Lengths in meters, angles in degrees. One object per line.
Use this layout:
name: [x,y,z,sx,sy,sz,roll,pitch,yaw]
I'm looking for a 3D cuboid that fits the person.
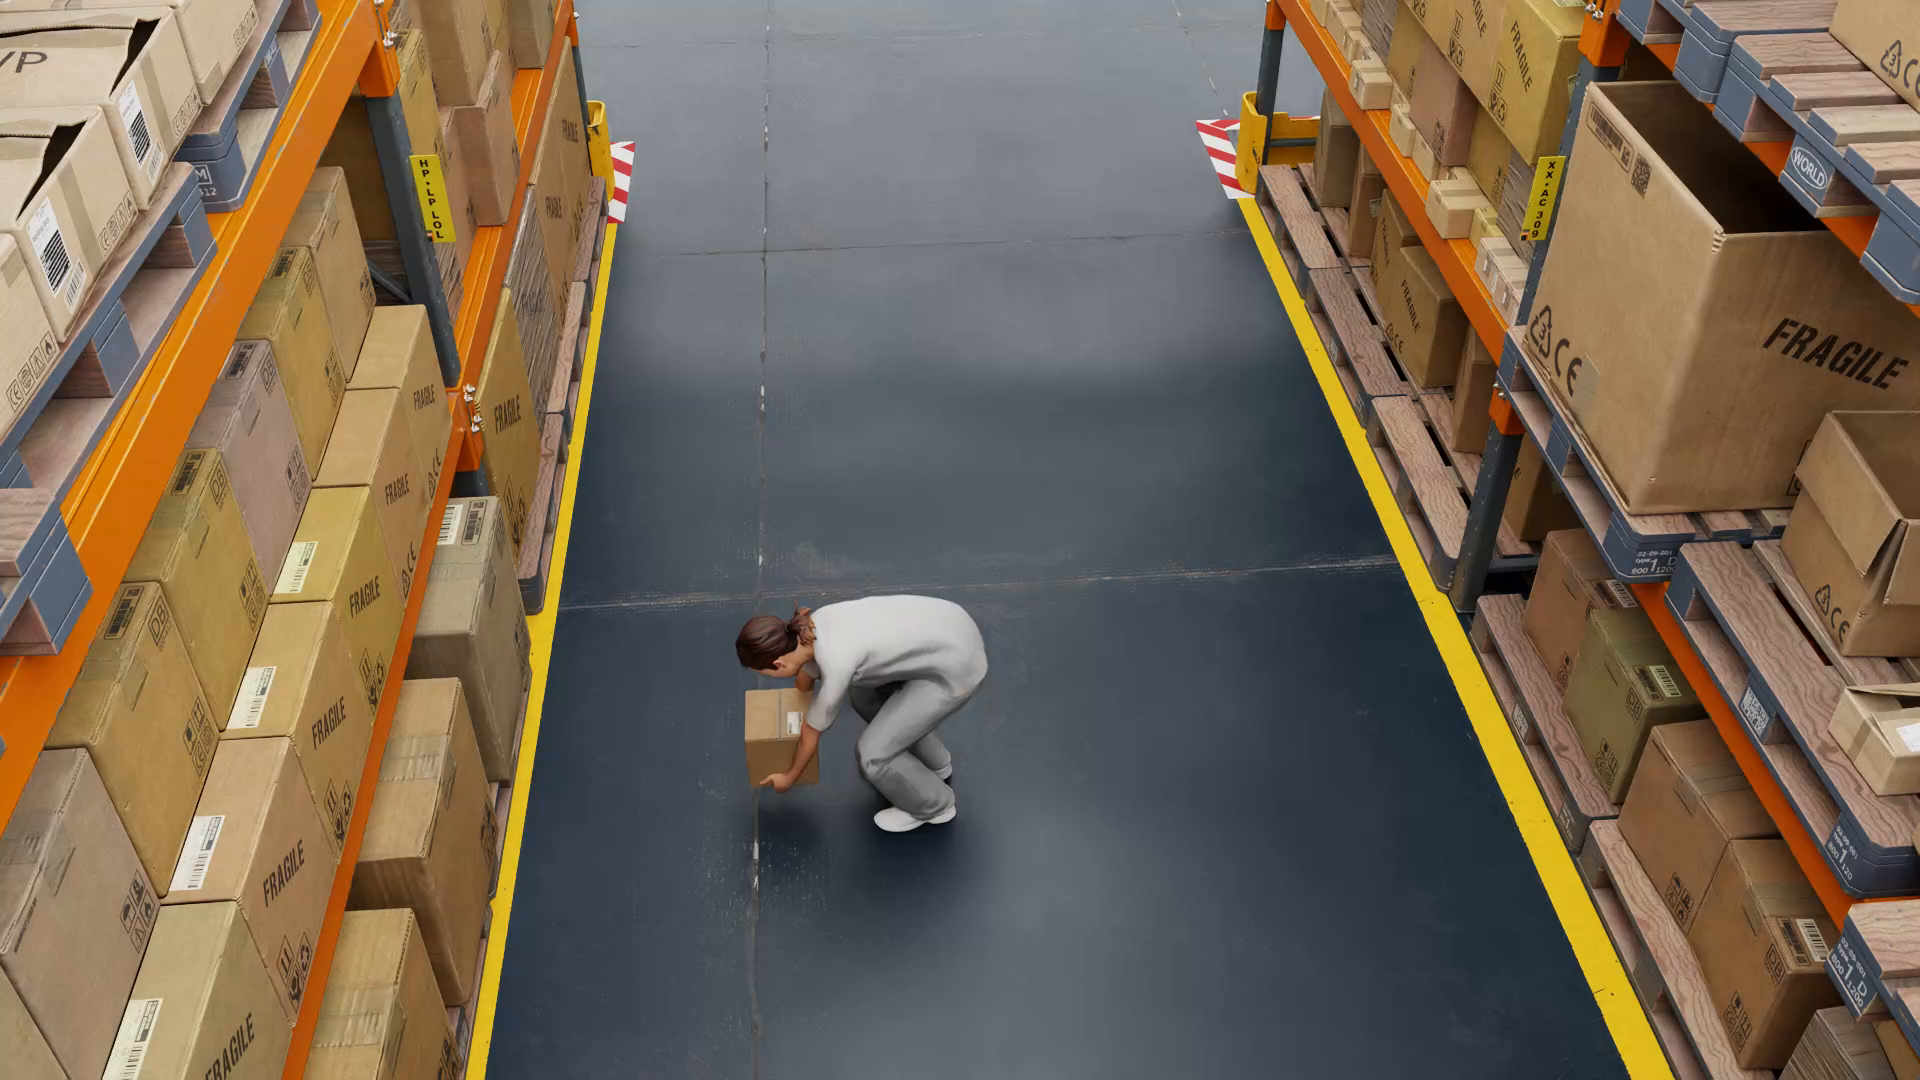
person: [-0.339,0.607,5.963,0.867,0.979,0.472,-5,40,-6]
